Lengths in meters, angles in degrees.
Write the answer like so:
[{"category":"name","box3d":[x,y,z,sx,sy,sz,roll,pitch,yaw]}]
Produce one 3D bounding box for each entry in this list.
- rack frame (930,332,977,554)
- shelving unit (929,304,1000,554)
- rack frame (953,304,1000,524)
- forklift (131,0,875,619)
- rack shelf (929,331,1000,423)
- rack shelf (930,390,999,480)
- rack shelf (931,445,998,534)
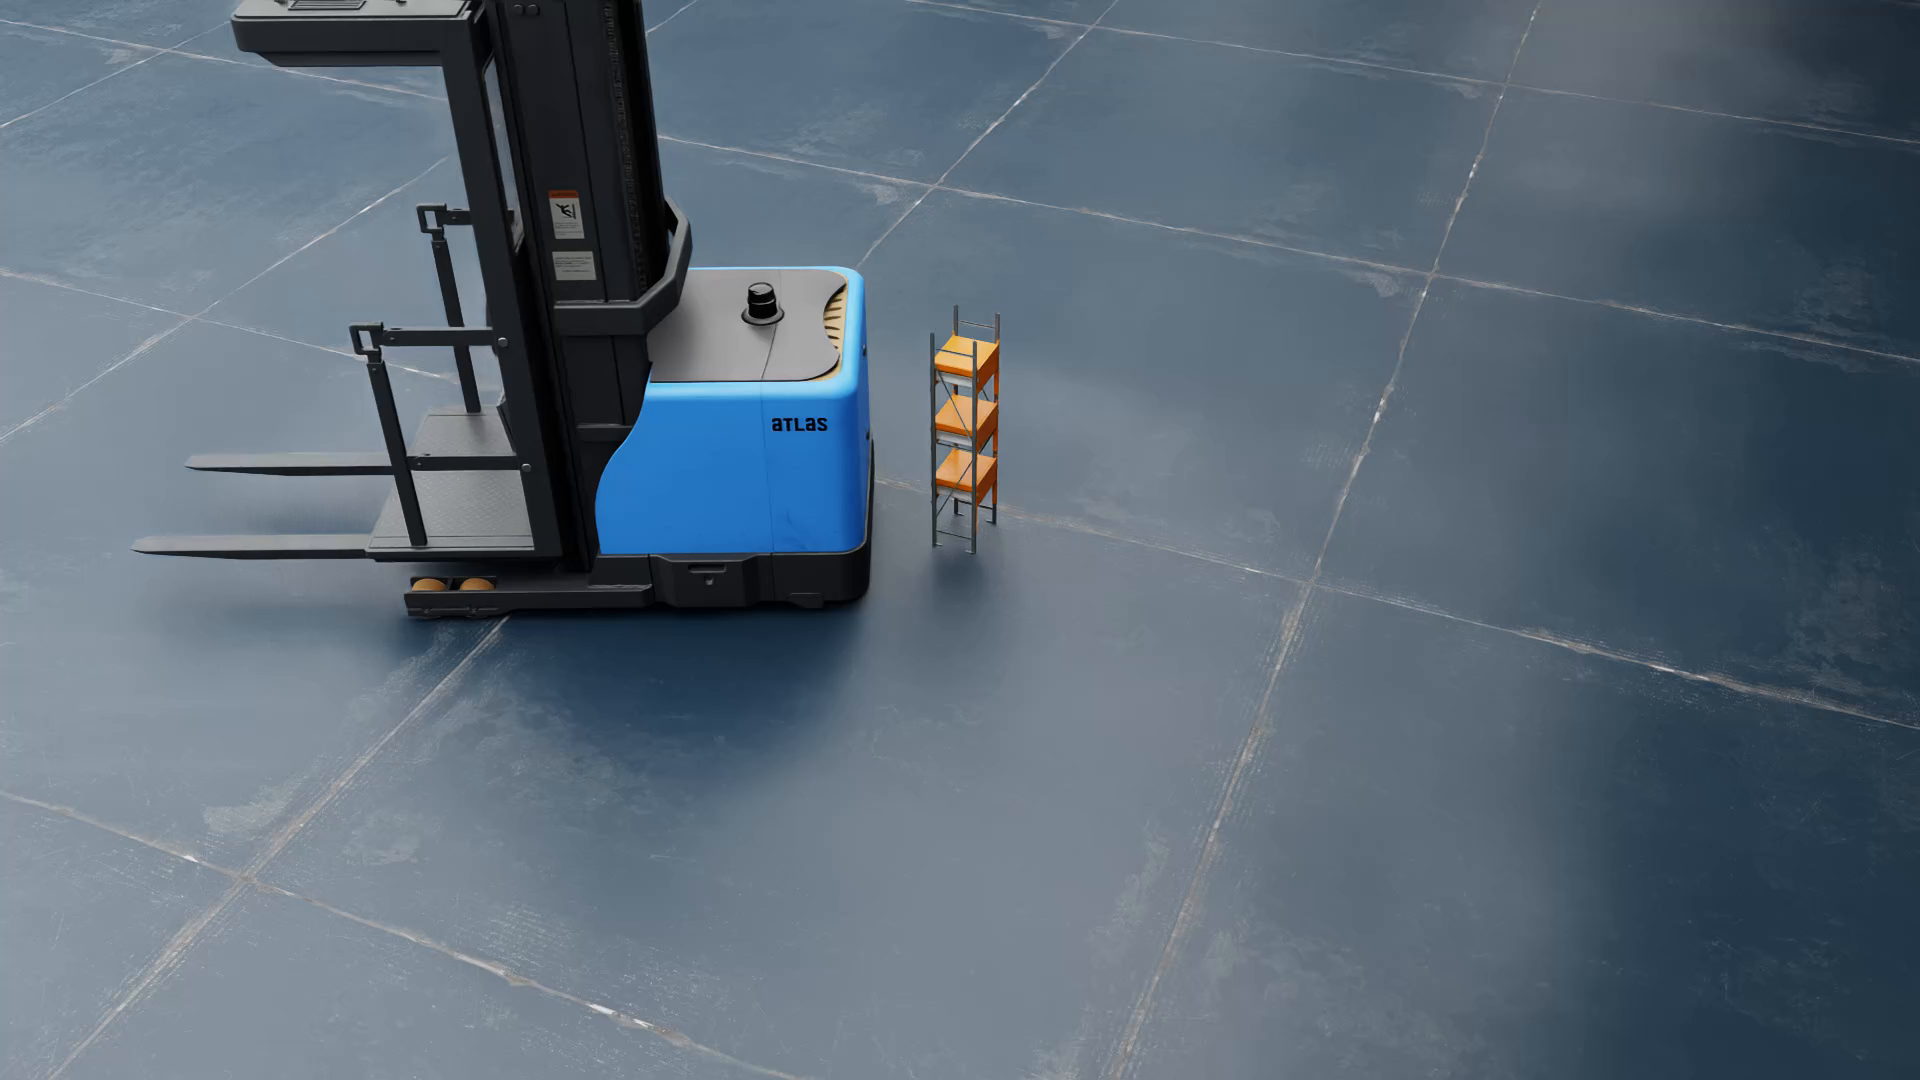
[{"category":"rack frame","box3d":[-0.026,-0.383,6.885,0.200,1.050,0.008,14,39,18]},{"category":"shelving unit","box3d":[0.020,-0.450,6.975,0.215,1.050,0.252,14,39,18]},{"category":"rack frame","box3d":[0.067,-0.518,7.066,0.200,1.050,0.008,14,39,18]},{"category":"forklift","box3d":[-1.897,-1.170,6.368,3.031,2.935,1.130,-1,37,-1]},{"category":"rack shelf","box3d":[0.020,-0.669,6.812,0.215,0.259,0.240,14,39,18]},{"category":"rack shelf","box3d":[0.020,-0.442,6.982,0.215,0.259,0.240,14,39,18]},{"category":"rack shelf","box3d":[0.020,-0.219,7.148,0.215,0.259,0.240,14,39,18]}]
